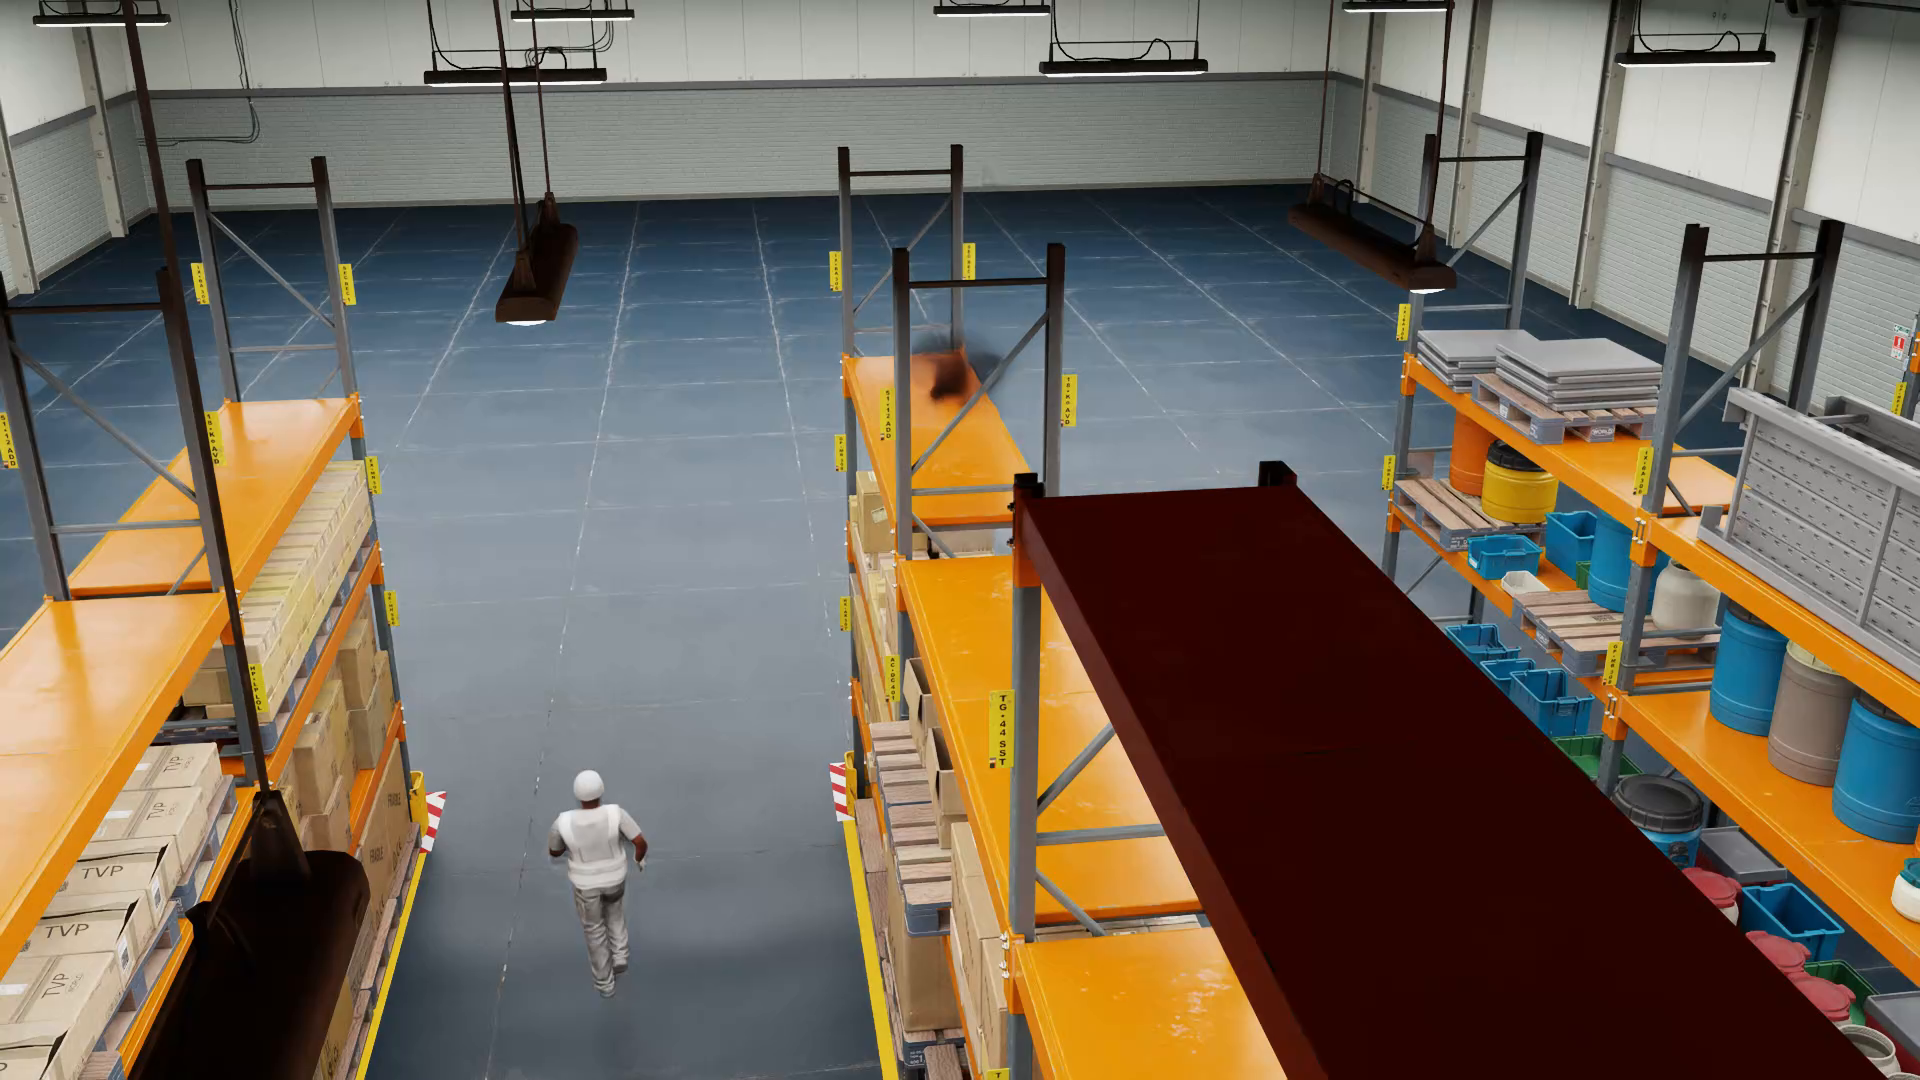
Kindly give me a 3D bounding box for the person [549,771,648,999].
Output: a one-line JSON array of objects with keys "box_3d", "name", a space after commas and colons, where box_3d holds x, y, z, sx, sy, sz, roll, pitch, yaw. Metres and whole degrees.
[{"box_3d": [-2.662, 2.480, 12.240, 0.664, 1.843, 0.687, -8, 23, -20], "name": "person"}]
